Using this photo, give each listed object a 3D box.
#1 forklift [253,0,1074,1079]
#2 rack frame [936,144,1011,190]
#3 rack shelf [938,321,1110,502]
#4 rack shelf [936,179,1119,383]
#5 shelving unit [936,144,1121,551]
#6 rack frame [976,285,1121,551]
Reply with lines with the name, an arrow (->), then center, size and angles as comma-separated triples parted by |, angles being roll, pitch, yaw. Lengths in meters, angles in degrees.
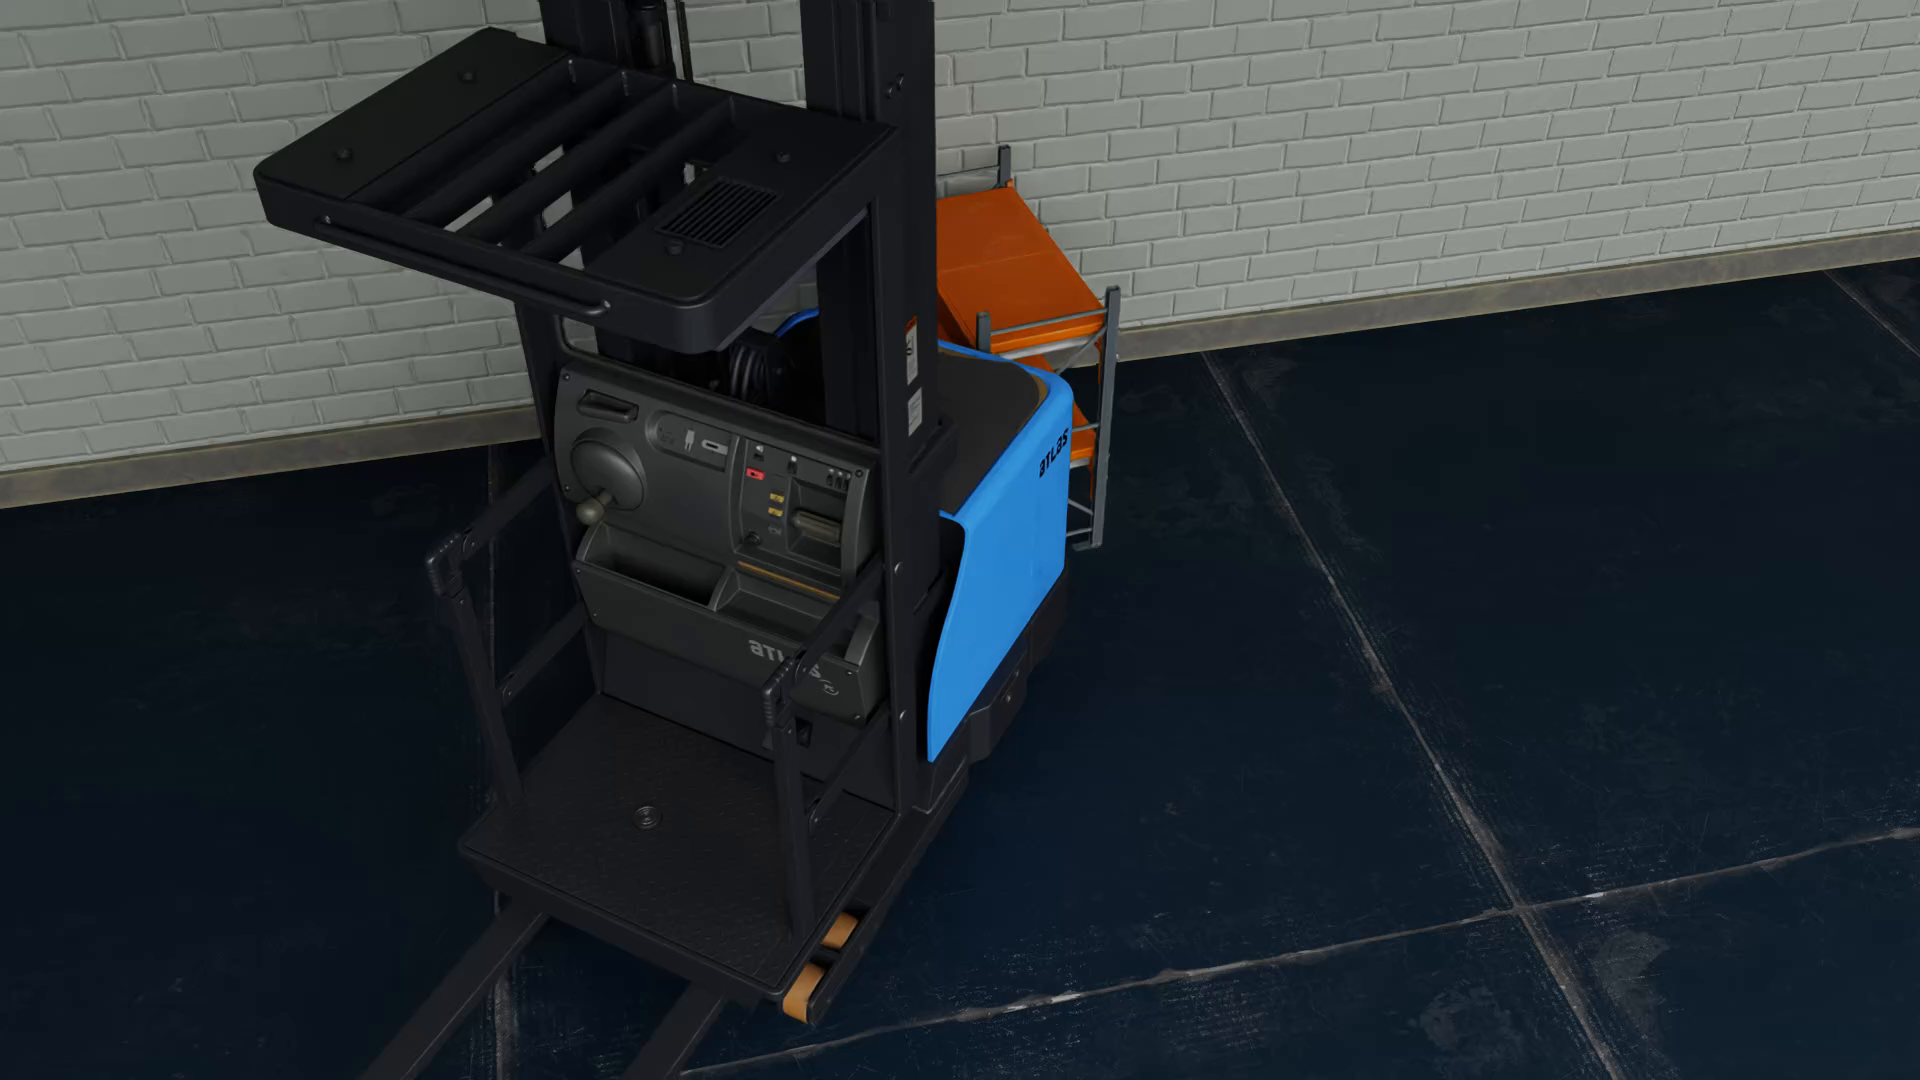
forklift -> -0.744, -0.075, 4.127 | 1.130, 2.935, 3.031 | 19, 45, 20
rack frame -> -0.049, -0.995, 6.524 | 0.500, 1.125, 0.032 | -13, 43, -15
rack shelf -> 0.122, -0.494, 6.328 | 0.538, 0.278, 1.000 | -13, 43, -15
rack shelf -> 0.122, -0.896, 5.971 | 0.538, 0.278, 1.000 | -13, 43, -15
shelving unit -> 0.122, -0.677, 6.166 | 0.538, 1.125, 1.048 | -13, 43, -15
rack frame -> 0.292, -0.359, 5.807 | 0.500, 1.125, 0.032 | -13, 43, -15
